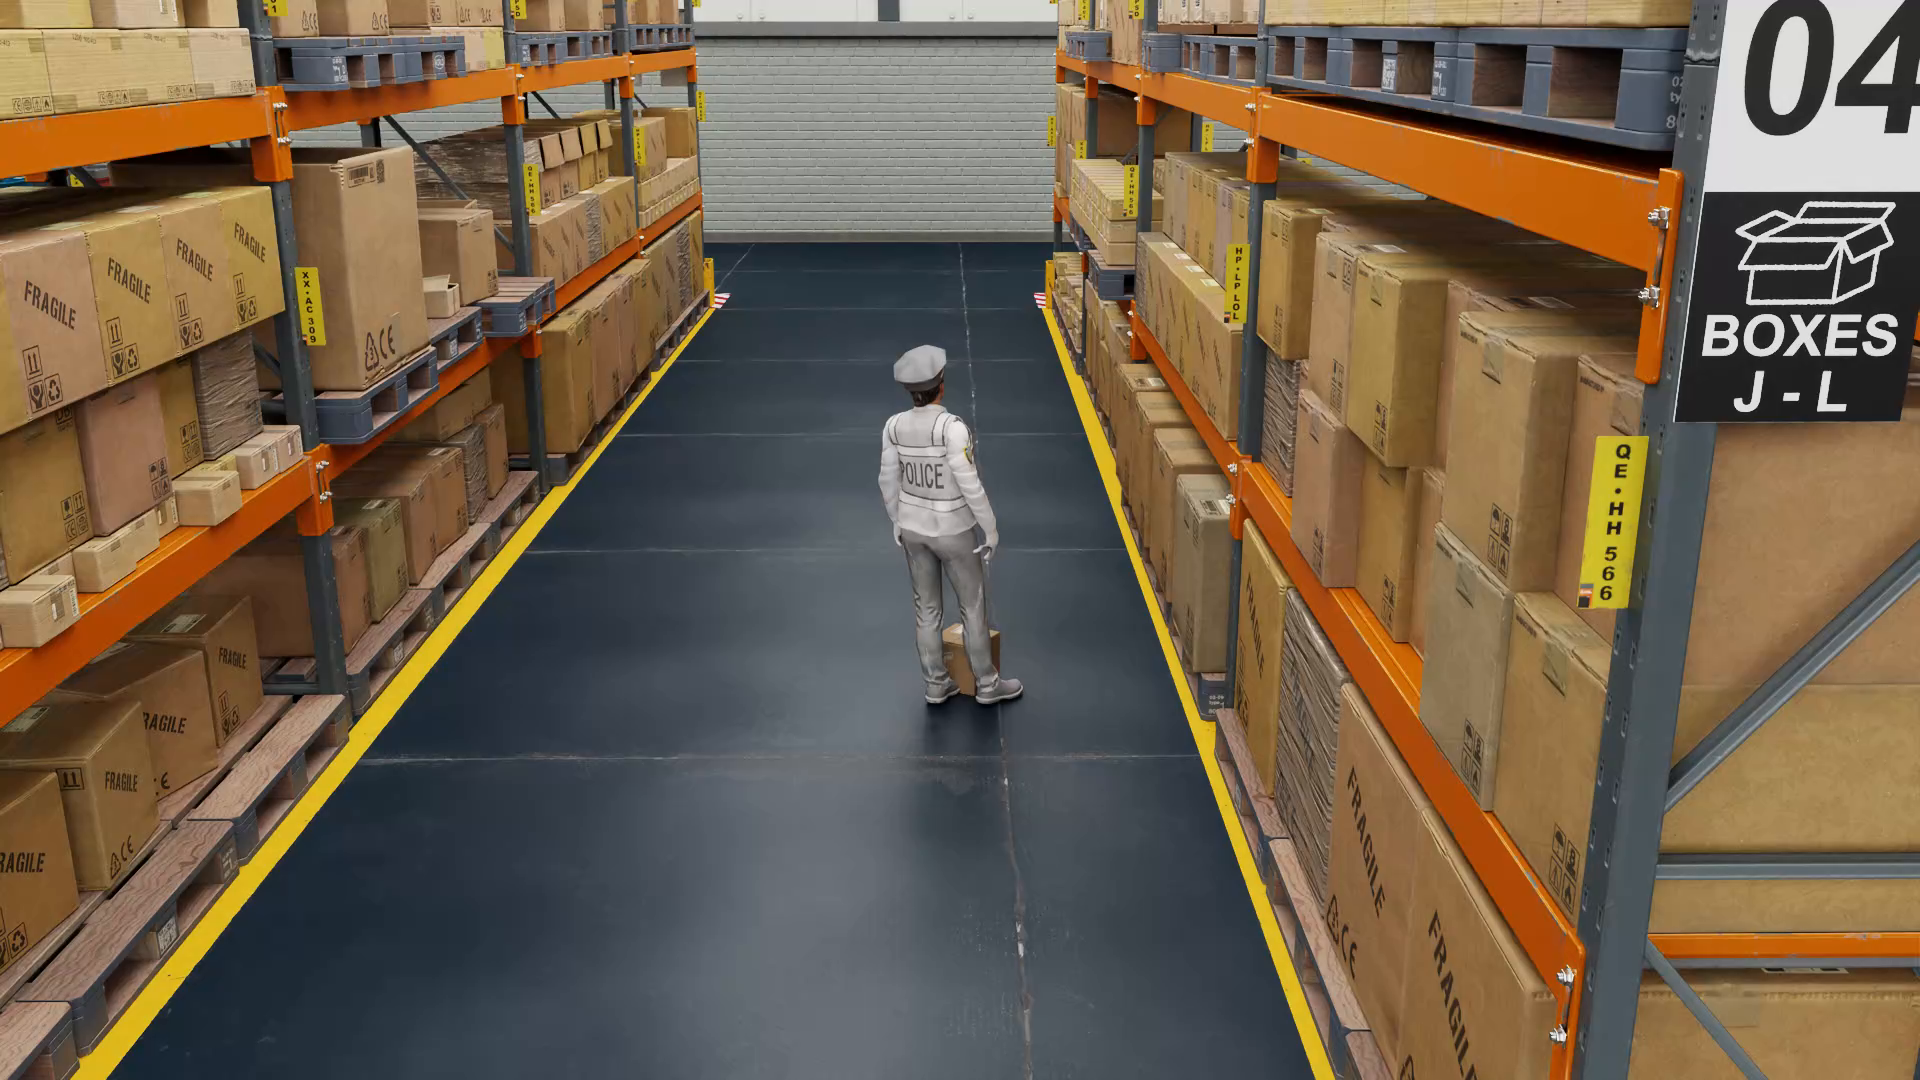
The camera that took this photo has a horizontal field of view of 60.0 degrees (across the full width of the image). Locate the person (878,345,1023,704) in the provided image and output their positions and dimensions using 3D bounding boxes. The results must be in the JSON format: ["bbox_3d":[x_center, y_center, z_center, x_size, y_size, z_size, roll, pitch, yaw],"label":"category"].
[{"bbox_3d":[-0.063,-0.063,7.664,0.587,1.697,0.534,11,20,31],"label":"person"}]
